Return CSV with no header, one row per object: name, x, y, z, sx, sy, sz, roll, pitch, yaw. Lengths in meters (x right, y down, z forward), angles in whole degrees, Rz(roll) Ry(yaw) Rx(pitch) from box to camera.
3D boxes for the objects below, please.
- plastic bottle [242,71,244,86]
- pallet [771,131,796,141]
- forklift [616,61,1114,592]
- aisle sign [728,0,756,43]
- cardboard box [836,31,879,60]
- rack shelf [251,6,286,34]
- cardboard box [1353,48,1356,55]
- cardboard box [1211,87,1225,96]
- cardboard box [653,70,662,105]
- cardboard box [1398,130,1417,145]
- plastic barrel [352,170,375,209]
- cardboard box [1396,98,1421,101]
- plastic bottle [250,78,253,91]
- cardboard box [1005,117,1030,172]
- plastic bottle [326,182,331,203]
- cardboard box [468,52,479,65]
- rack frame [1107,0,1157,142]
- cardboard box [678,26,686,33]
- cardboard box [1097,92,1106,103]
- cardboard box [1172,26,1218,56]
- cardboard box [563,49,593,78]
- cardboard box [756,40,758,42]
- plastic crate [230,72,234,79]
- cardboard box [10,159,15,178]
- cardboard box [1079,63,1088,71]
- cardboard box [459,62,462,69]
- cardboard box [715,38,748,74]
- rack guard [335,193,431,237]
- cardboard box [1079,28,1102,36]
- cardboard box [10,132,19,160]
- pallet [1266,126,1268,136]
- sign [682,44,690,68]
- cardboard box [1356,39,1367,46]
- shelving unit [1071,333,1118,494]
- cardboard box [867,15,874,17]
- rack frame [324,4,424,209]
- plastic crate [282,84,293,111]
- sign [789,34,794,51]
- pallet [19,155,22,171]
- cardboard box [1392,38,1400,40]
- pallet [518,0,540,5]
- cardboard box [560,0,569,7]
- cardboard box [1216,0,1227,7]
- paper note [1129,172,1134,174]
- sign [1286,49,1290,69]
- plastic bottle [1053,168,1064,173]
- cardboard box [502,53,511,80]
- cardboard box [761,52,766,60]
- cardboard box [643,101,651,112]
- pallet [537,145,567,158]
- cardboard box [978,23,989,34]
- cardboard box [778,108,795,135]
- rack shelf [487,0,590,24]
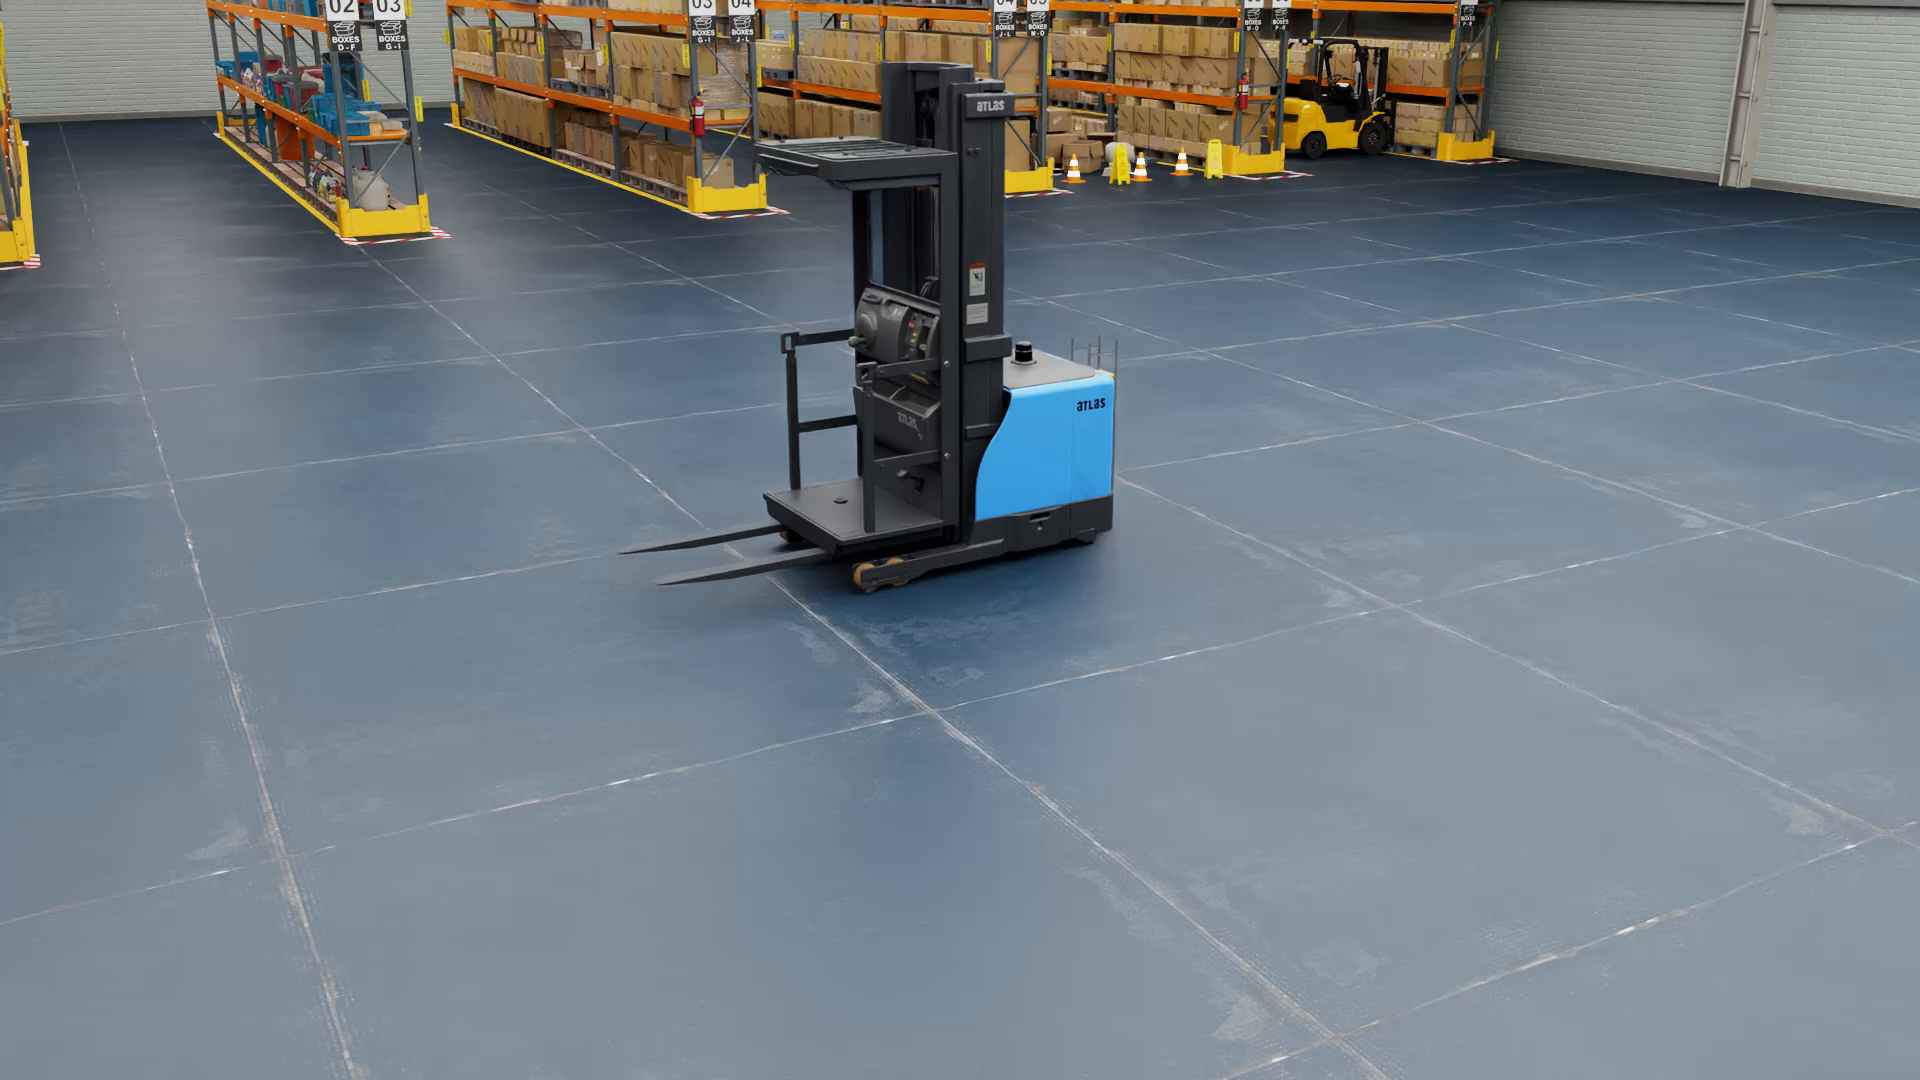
plastic bottle,-13.669,-8.813,31.751,0.061,0.283,0.133,-10,21,-27
pallet,-3.229,-8.342,34.483,1.003,0.211,1.213,-10,21,-27
forklift,-0.554,-1.276,9.837,3.031,2.935,1.130,-11,22,-29
aisle sign,-3.180,-7.658,24.239,0.394,0.787,0.004,-10,21,-27
cardboard box,-1.925,-9.387,31.549,0.700,0.500,0.500,-10,22,-27
rack shelf,-10.682,-8.433,26.976,1.077,0.370,4.000,-10,21,-27
cardboard box,8.083,-9.772,33.206,0.380,0.149,0.250,-10,22,-27
cardboard box,4.664,-7.946,29.445,0.380,0.149,0.250,-10,22,-27
cardboard box,-4.253,-7.025,25.783,0.875,0.500,0.500,-10,21,-27
cardboard box,8.886,-7.834,32.307,0.500,0.250,0.500,-10,21,-27
plastic barrel,-8.450,-4.976,23.624,0.421,0.512,0.421,0,19,0
cardboard box,8.847,-8.680,33.226,0.500,0.250,0.500,-10,22,-28
plastic bottle,-13.019,-8.427,30.652,0.097,0.271,0.097,0,19,0
cardboard box,0.559,-6.518,27.535,0.875,0.875,0.875,-10,21,-26
plastic bottle,-9.162,-5.047,24.148,0.061,0.283,0.133,-9,21,-25
cardboard box,-10.340,-10.441,36.065,0.500,0.250,0.500,-10,22,-28
rack frame,3.348,-9.083,32.356,1.000,3.000,0.127,-10,21,-27
cardboard box,-6.206,-11.926,38.453,0.500,0.500,0.500,-11,22,-28
cardboard box,3.810,-11.303,42.269,0.500,0.311,0.500,-9,21,-25
cardboard box,4.247,-8.985,29.930,0.700,0.500,0.500,-10,22,-27
cardboard box,-6.981,-8.793,30.719,0.500,0.500,0.500,-13,23,-33
cardboard box,-4.268,-10.783,36.111,0.380,0.149,0.250,-11,22,-28
plastic crate,-14.299,-9.256,33.185,0.437,0.125,0.590,-10,21,-27
cardboard box,-14.303,-5.480,24.627,0.500,0.311,0.500,-10,22,-27
cardboard box,2.597,-9.415,33.058,0.380,0.149,0.250,-10,22,-28
cardboard box,-10.948,-10.574,37.063,0.380,0.149,0.250,-11,22,-28
cardboard box,-3.495,-7.261,24.932,0.500,0.500,0.500,-10,21,-27
rack guard,-7.910,-4.466,22.807,1.175,0.500,0.348,-10,21,-27
cardboard box,2.592,-10.070,32.967,0.380,0.149,0.250,-11,22,-28
cardboard box,-16.697,-6.808,28.919,0.500,0.500,0.500,-11,22,-28
pallet,7.331,-8.740,35.638,1.003,0.211,1.213,-10,21,-27
sign,-3.971,-7.016,24.107,0.100,0.325,0.005,-10,21,-27
cardboard box,8.117,-9.917,33.169,0.380,0.149,0.250,-10,22,-28
shelving unit,0.869,-0.736,10.925,0.258,1.200,0.189,-12,22,-31
cardboard box,-2.074,-12.980,40.970,0.380,0.149,0.250,-11,22,-28
rack frame,-7.832,-5.633,22.357,1.000,3.000,0.127,-10,21,-27
plastic crate,-10.529,-7.042,26.465,0.392,0.384,0.575,-10,21,-27
sign,-3.332,-9.859,32.950,0.100,0.325,0.005,-10,21,-27
pallet,-17.472,-6.766,29.915,1.003,0.211,1.213,-10,21,-27
cardboard box,8.712,-9.930,33.207,0.380,0.149,0.250,-10,22,-27
pallet,-7.625,-10.202,31.289,1.213,0.211,1.003,-9,21,-24
cardboard box,-6.777,-9.576,29.415,0.500,0.250,0.500,-9,21,-26
cardboard box,4.685,-9.360,28.944,0.380,0.149,0.250,-10,21,-26
paper note,3.047,-6.494,29.406,0.142,0.019,0.148,16,25,39
sign,5.725,-8.428,29.131,0.100,0.325,0.005,-10,21,-27
plastic bottle,1.707,-6.565,29.563,0.283,0.061,0.133,16,25,39
cardboard box,-8.934,-9.577,33.634,0.500,0.500,0.500,-10,21,-27
cardboard box,-3.868,-9.951,34.156,0.380,0.149,0.250,-10,21,-27
cardboard box,-4.812,-6.893,26.393,0.380,0.149,0.250,-10,21,-27
pallet,-7.580,-7.616,32.380,1.003,0.211,1.213,-10,21,-27
cardboard box,0.722,-11.005,36.240,0.500,0.500,0.500,-10,21,-26
cardboard box,-3.402,-8.601,34.147,0.500,0.500,0.500,-10,21,-27
rack shelf,-8.222,-10.349,32.527,1.077,0.370,4.000,-10,21,-27
